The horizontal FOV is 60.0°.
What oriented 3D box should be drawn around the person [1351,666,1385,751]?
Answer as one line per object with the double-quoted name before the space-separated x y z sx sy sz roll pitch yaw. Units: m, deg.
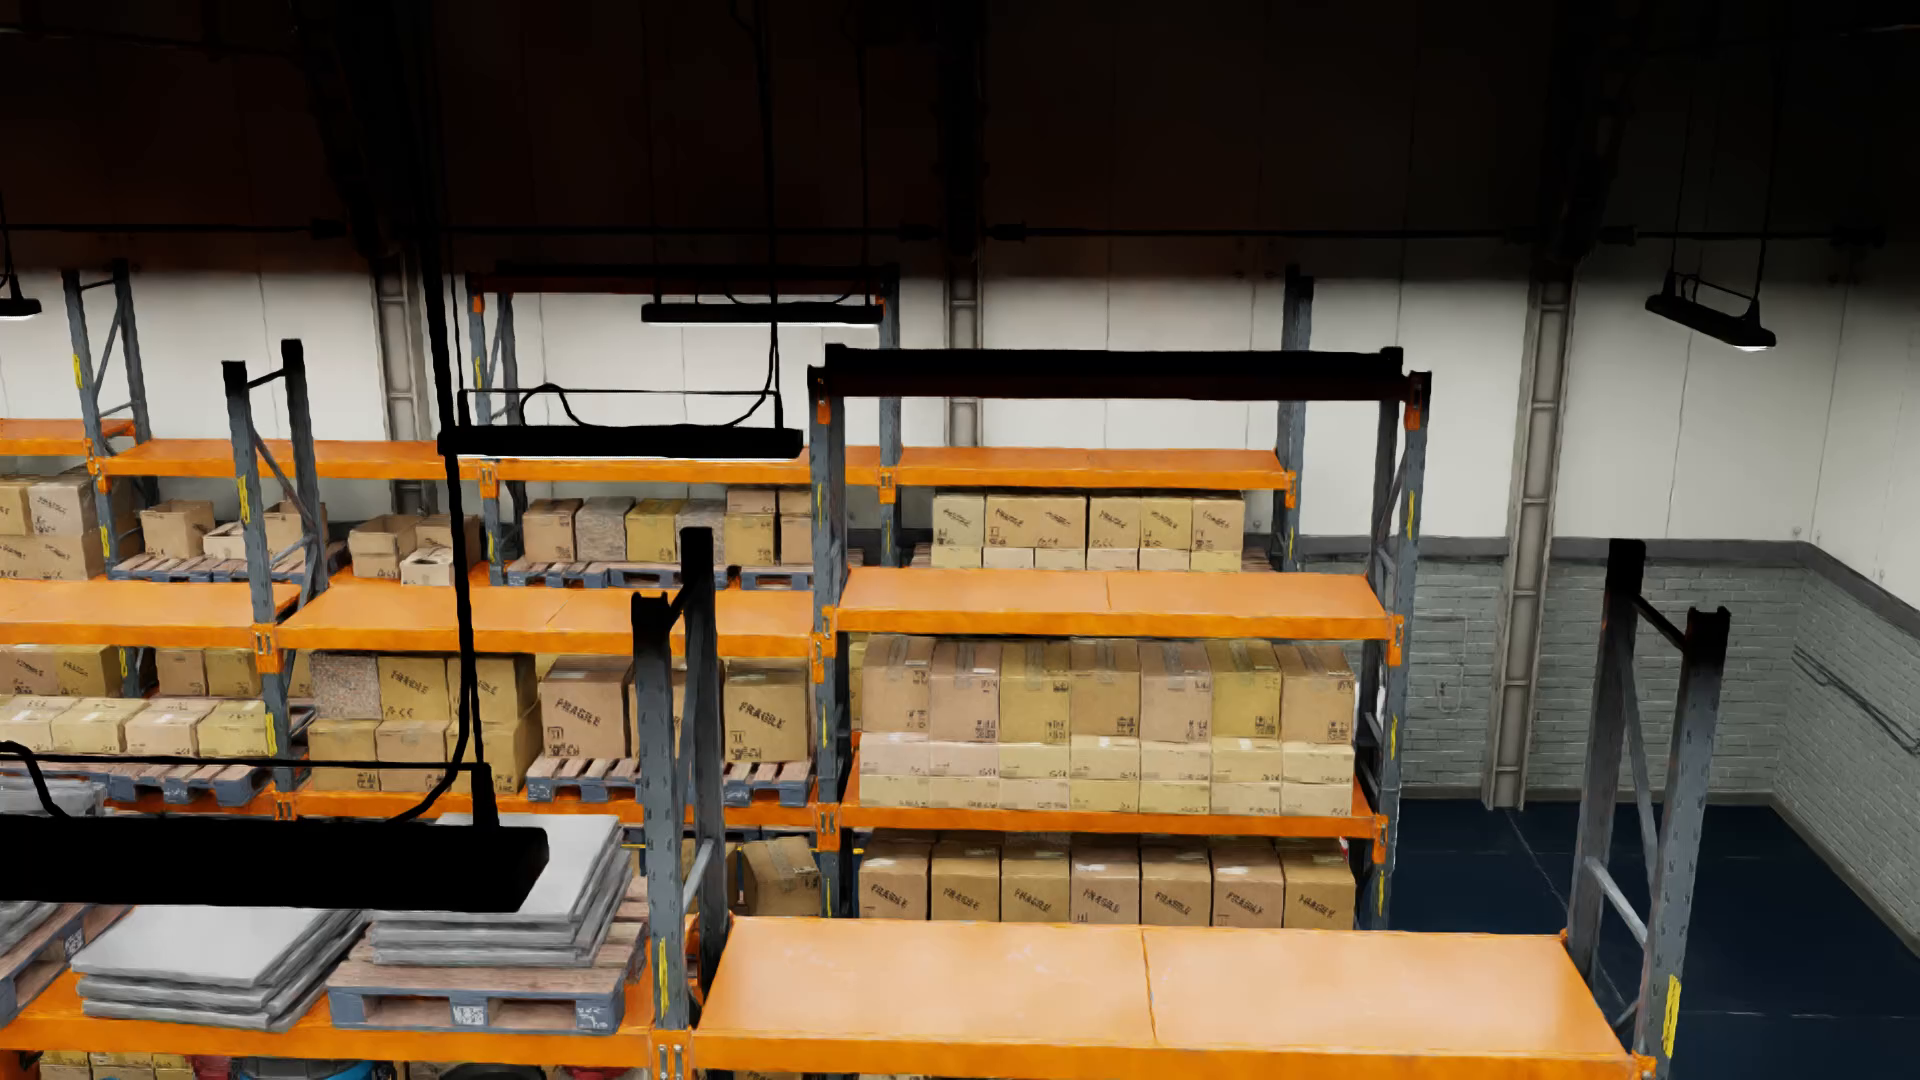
"person" 4.405 2.158 17.974 0.647 1.789 0.488 14 21 39
